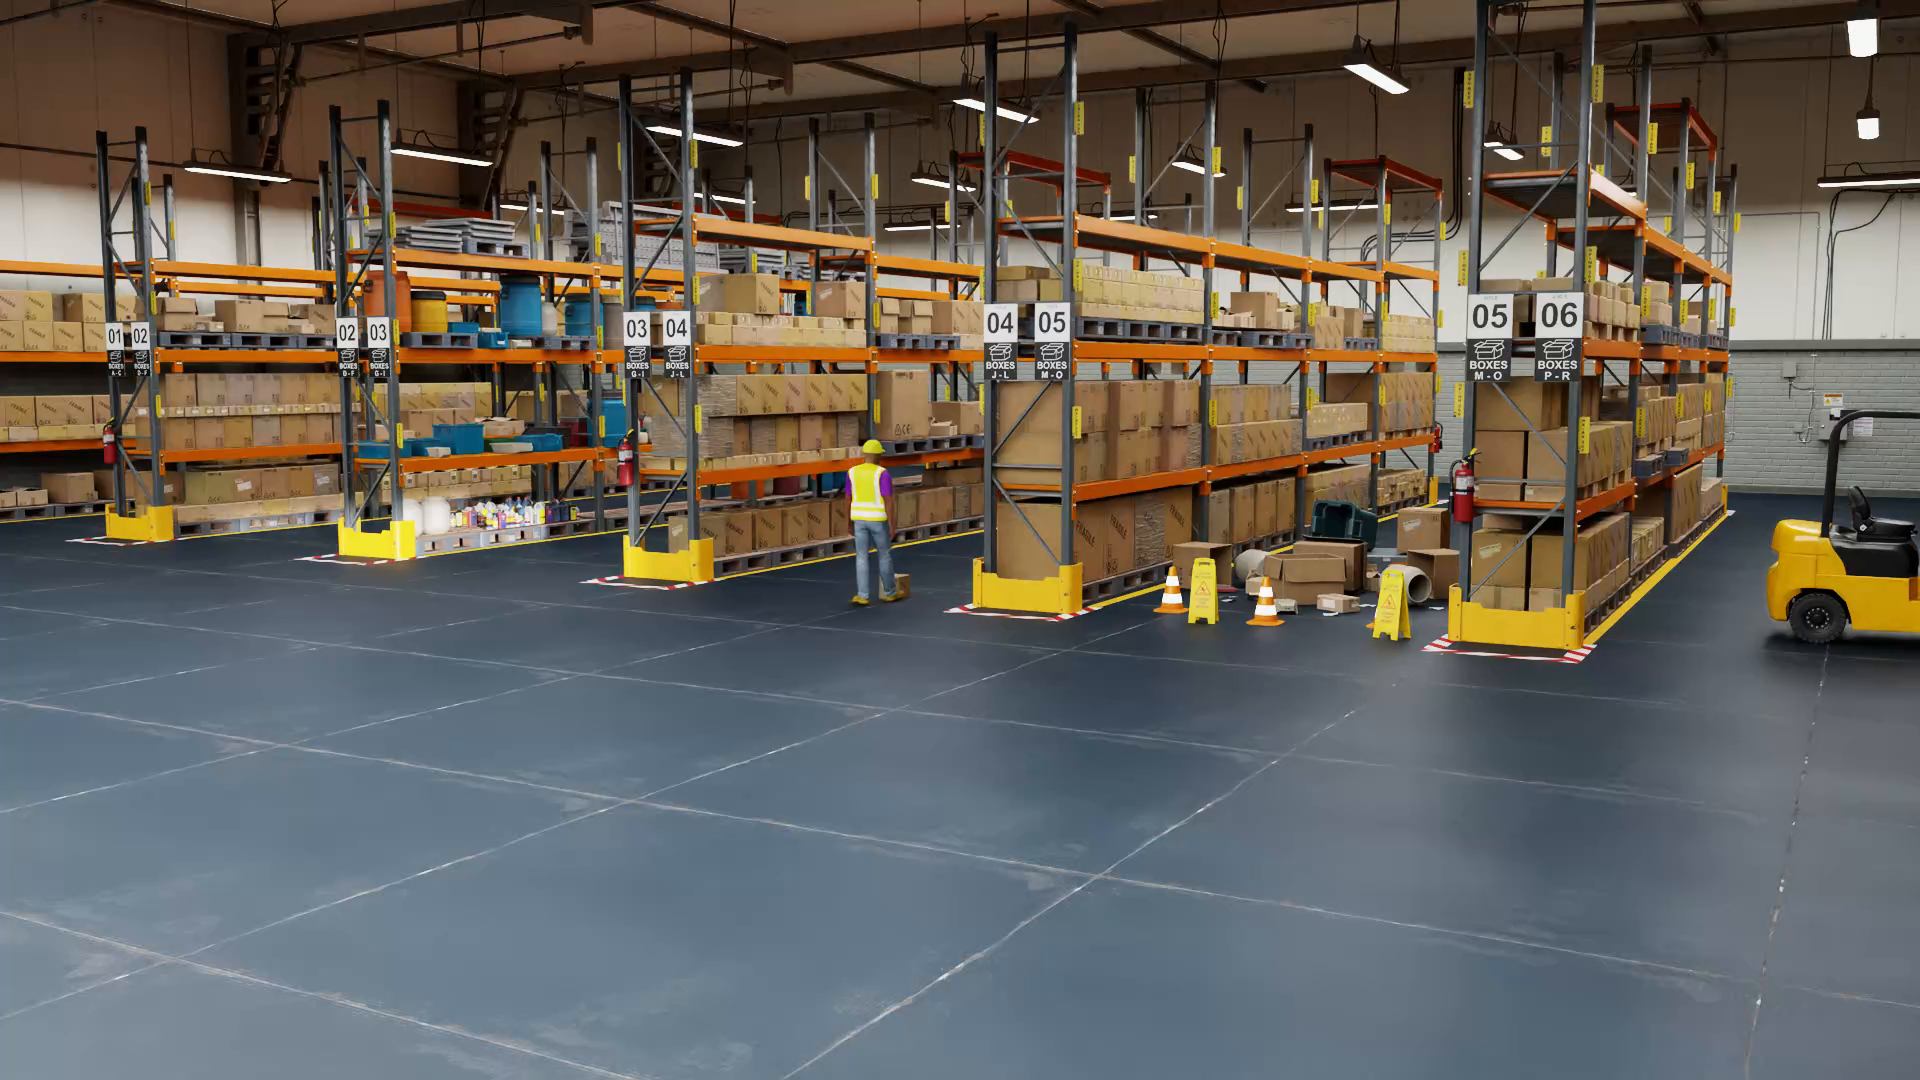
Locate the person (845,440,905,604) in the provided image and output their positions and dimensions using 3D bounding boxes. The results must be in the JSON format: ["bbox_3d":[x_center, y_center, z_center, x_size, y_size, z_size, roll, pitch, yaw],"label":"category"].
[{"bbox_3d":[-0.939,-0.210,17.984,0.601,1.758,0.643,2,6,15],"label":"person"}]
